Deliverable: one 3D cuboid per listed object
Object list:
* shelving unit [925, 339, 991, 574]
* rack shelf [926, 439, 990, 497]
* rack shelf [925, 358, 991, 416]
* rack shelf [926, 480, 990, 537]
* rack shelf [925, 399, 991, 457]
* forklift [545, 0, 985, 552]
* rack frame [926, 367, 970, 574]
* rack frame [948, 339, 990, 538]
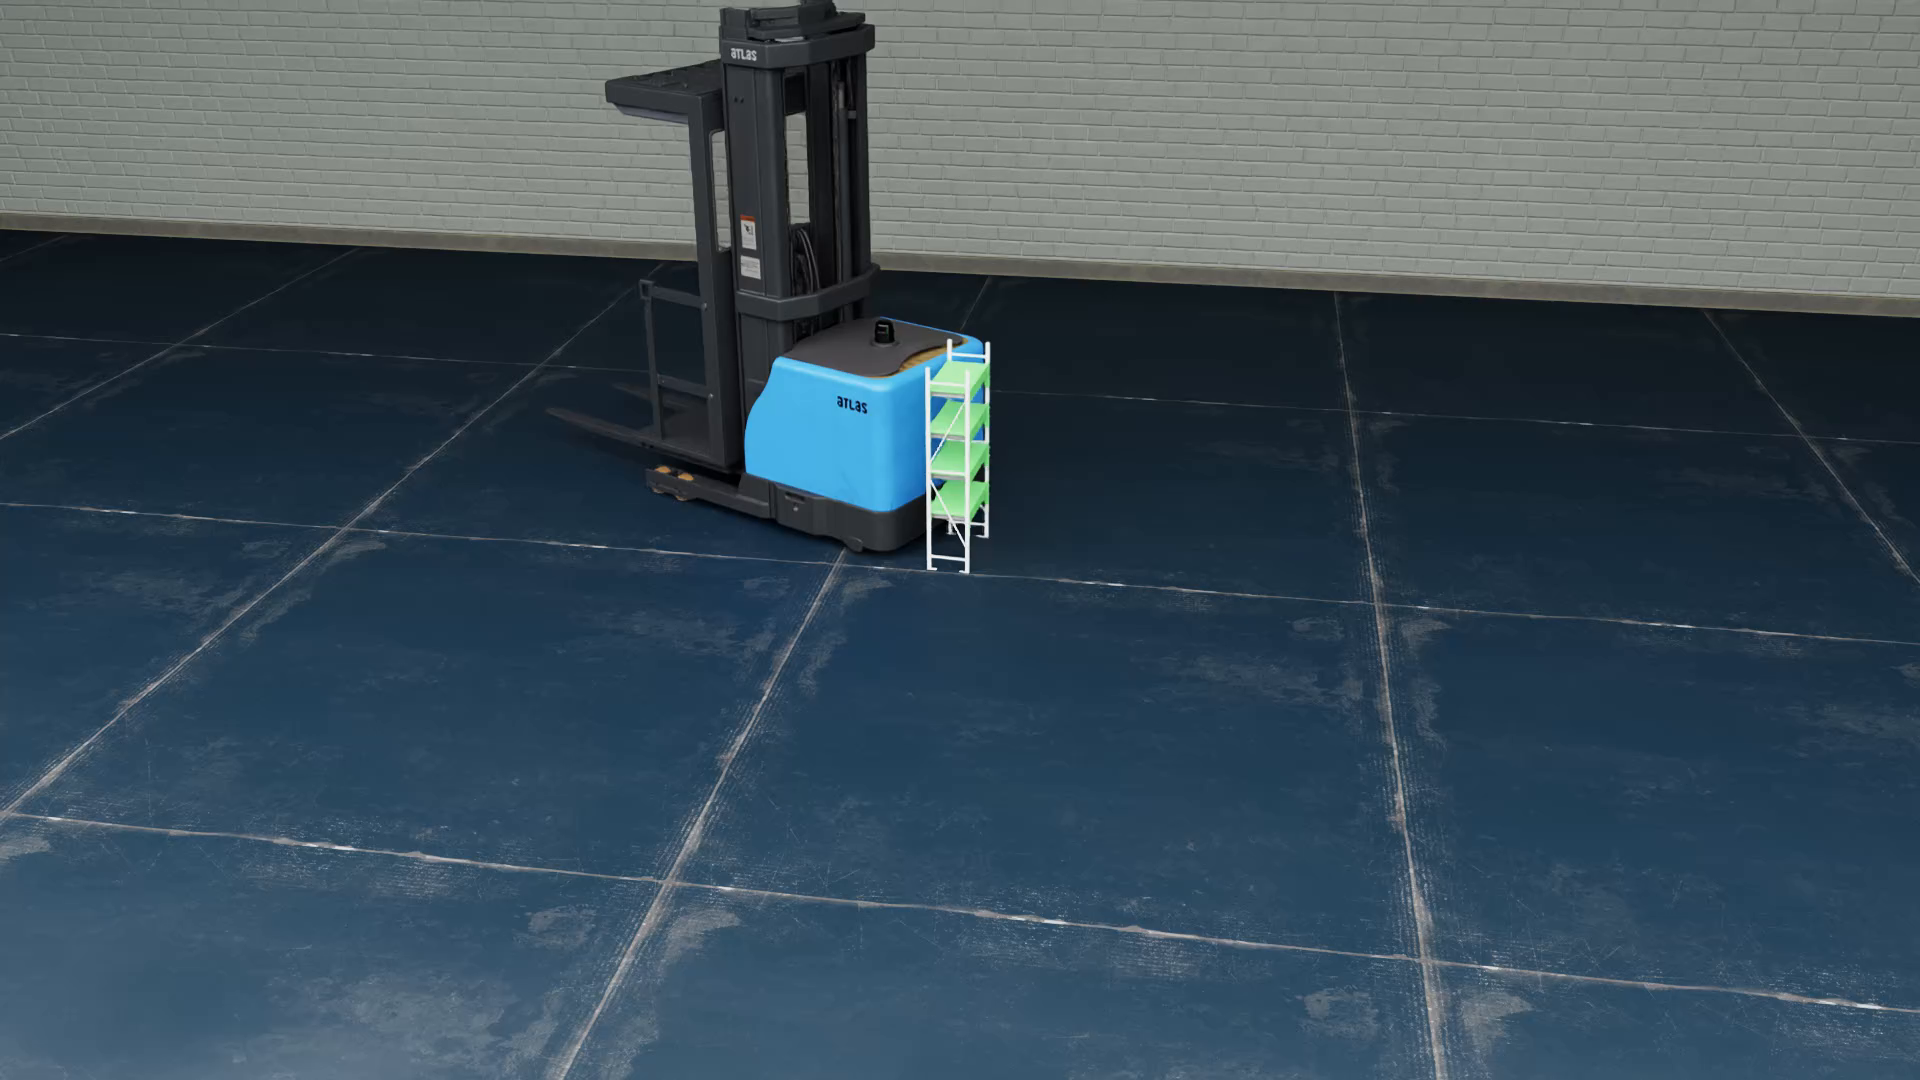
[{"bbox_3d":[-0.008,-0.468,9.334,0.258,1.200,0.503,6,26,12],"label":"shelving unit"},{"bbox_3d":[-0.008,-0.410,9.361,0.258,0.148,0.480,6,26,12],"label":"rack shelf"},{"bbox_3d":[-0.008,-0.845,9.157,0.258,0.148,0.480,6,26,12],"label":"rack shelf"},{"bbox_3d":[-0.008,-0.192,9.463,0.258,0.148,0.480,6,26,12],"label":"rack shelf"},{"bbox_3d":[-0.008,-0.627,9.259,0.258,0.148,0.480,6,26,12],"label":"rack shelf"},{"bbox_3d":[-1.342,-1.732,9.994,3.031,2.935,1.130,17,30,32],"label":"forklift"},{"bbox_3d":[-0.065,-0.367,9.119,0.240,1.200,0.015,6,26,12],"label":"rack frame"},{"bbox_3d":[0.049,-0.568,9.549,0.240,1.200,0.015,6,26,12],"label":"rack frame"}]
